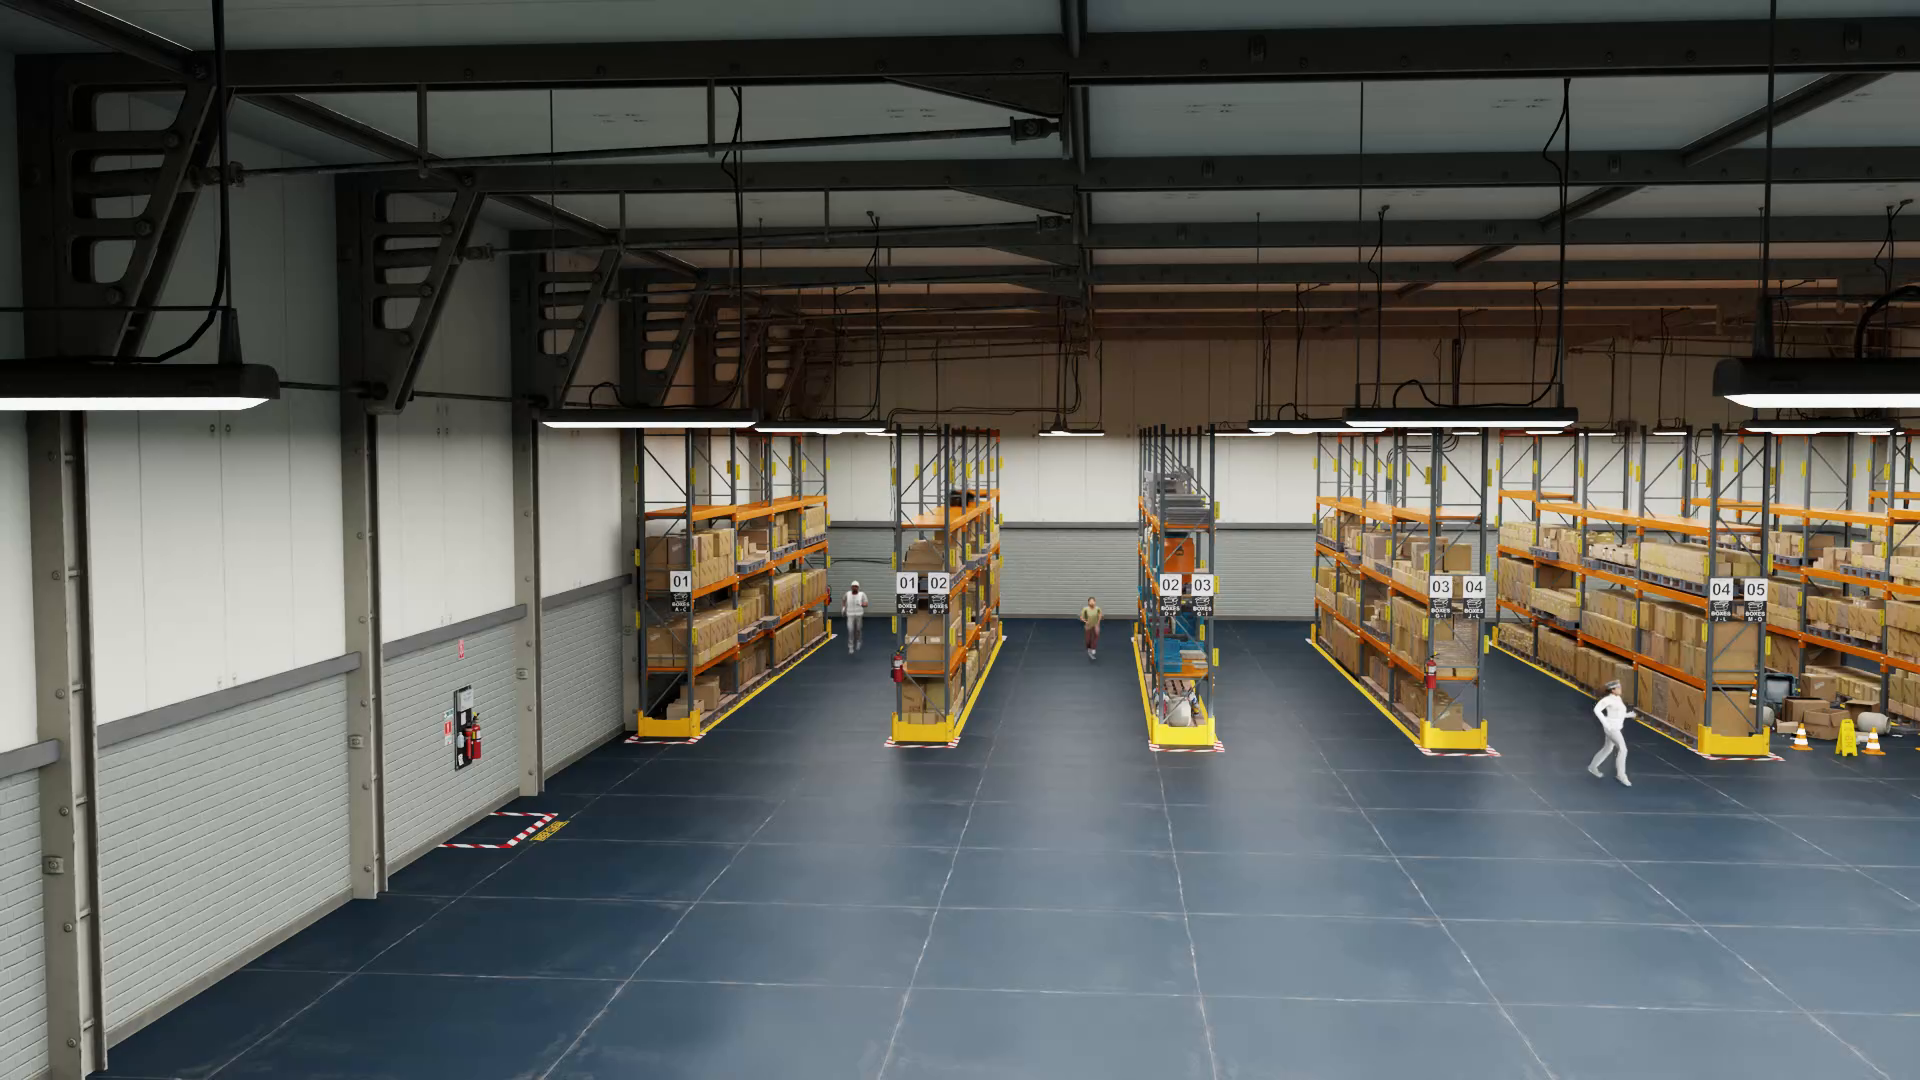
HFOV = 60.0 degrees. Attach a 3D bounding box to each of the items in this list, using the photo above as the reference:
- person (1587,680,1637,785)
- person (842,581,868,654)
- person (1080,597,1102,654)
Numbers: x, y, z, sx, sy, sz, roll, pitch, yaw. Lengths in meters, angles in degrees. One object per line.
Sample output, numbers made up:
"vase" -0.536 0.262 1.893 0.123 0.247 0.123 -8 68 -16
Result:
"person" 10.865 3.192 27.739 0.775 1.755 0.597 2 4 34
"person" -2.698 1.961 42.670 0.678 1.814 0.871 0 3 -1
"person" 3.371 2.209 42.835 0.546 1.493 1.124 0 3 6
